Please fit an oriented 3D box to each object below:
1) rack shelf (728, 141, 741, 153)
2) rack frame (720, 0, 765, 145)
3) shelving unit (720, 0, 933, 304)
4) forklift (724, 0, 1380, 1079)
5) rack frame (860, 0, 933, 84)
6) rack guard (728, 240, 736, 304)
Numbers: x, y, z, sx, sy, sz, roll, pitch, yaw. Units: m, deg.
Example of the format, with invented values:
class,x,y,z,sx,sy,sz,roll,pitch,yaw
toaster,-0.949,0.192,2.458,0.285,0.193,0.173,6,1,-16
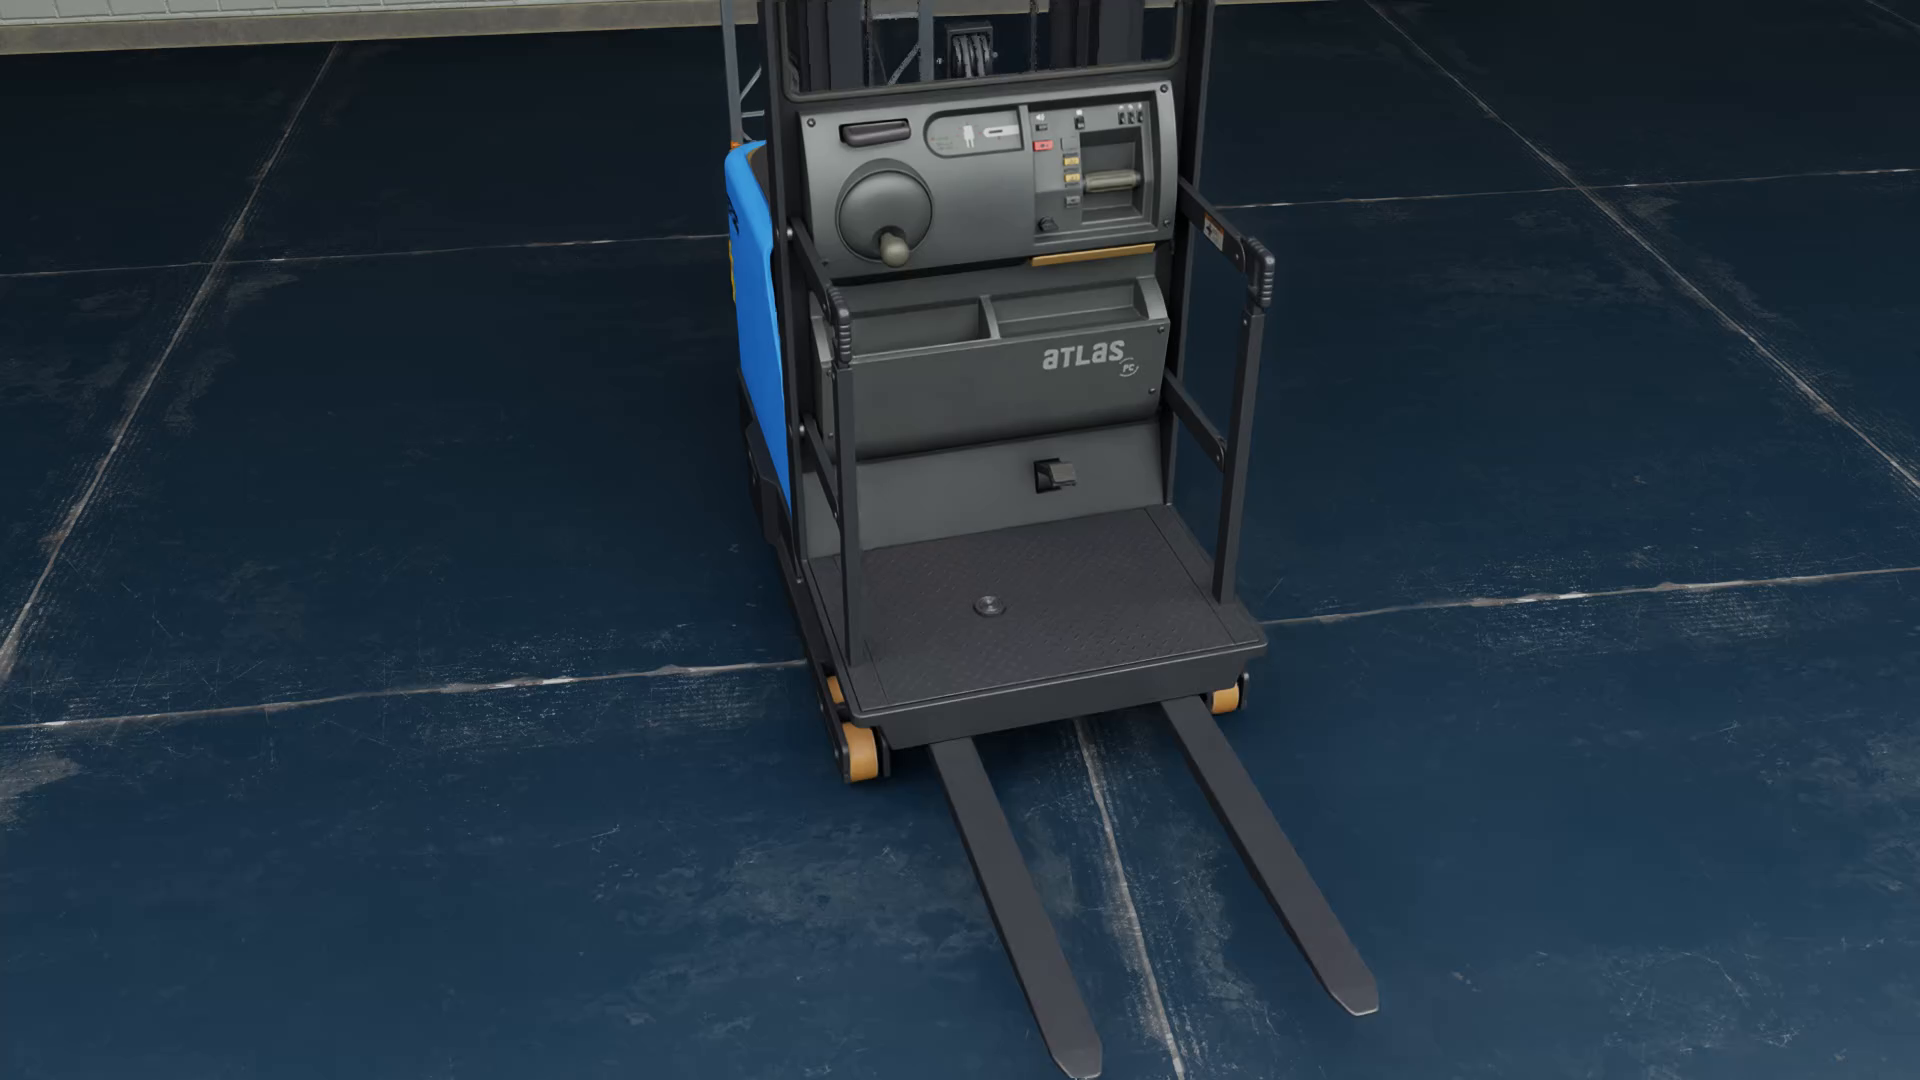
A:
class,x,y,z,sx,sy,sz,roll,pitch,yaw
rack shelf,-0.478,-1.208,6.010,0.538,0.185,1.000,-10,35,-14
rack frame,-0.627,-1.630,6.310,0.500,1.500,0.032,-10,35,-14
shelving unit,-0.475,-1.352,5.902,0.587,1.500,1.083,-10,35,-14
forklift,0.142,-0.828,3.863,1.130,2.935,3.031,-9,35,-13
rack frame,-0.328,-1.083,5.507,0.500,1.500,0.032,-10,35,-14
rack guard,-0.621,-1.103,6.647,0.587,0.250,0.087,-10,35,-14
